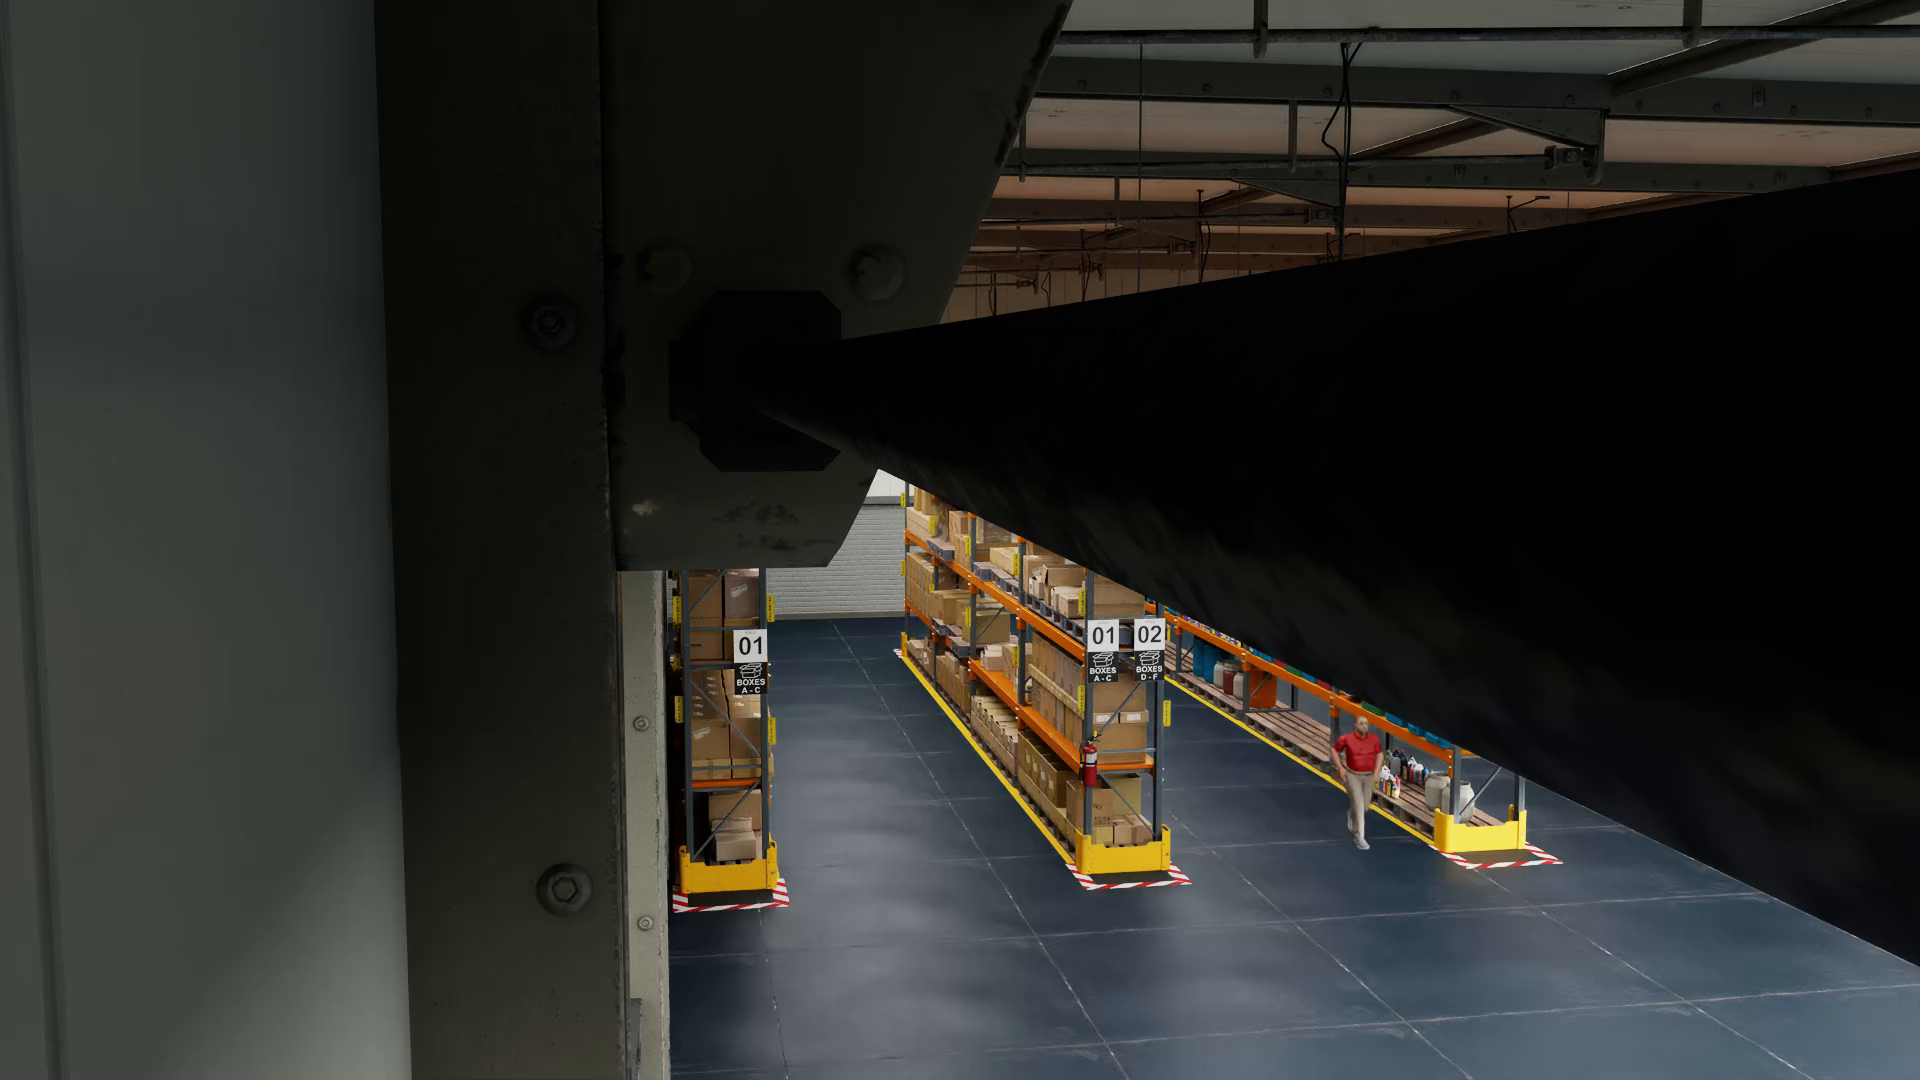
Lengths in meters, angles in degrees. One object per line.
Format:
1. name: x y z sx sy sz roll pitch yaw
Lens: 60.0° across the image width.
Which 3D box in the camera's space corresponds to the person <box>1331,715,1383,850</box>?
1. person: 5.312 3.185 22.213 0.675 1.737 0.869 -1 6 -9
